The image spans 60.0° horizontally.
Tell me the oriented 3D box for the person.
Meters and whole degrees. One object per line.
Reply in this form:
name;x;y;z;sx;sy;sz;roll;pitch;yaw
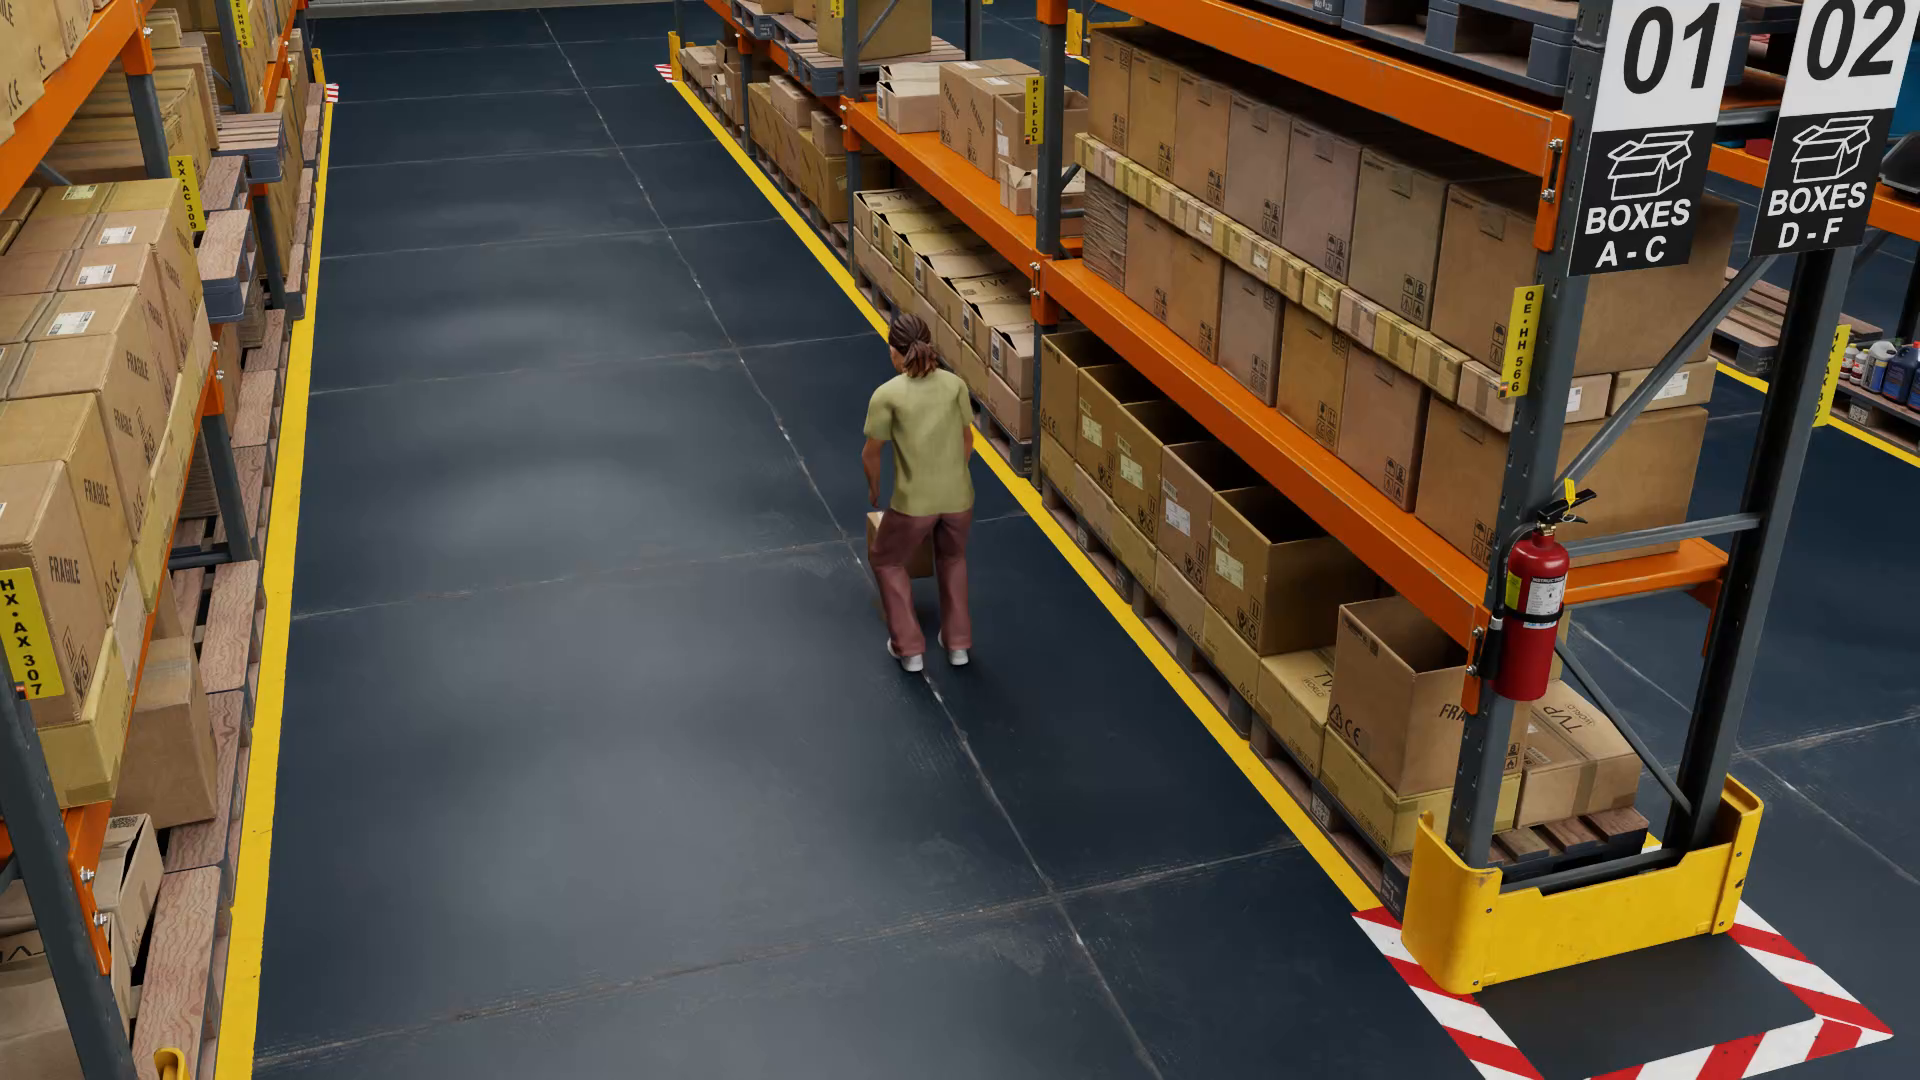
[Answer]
person;-0.175;-0.185;7.133;0.490;1.556;0.489;-8;27;-15
